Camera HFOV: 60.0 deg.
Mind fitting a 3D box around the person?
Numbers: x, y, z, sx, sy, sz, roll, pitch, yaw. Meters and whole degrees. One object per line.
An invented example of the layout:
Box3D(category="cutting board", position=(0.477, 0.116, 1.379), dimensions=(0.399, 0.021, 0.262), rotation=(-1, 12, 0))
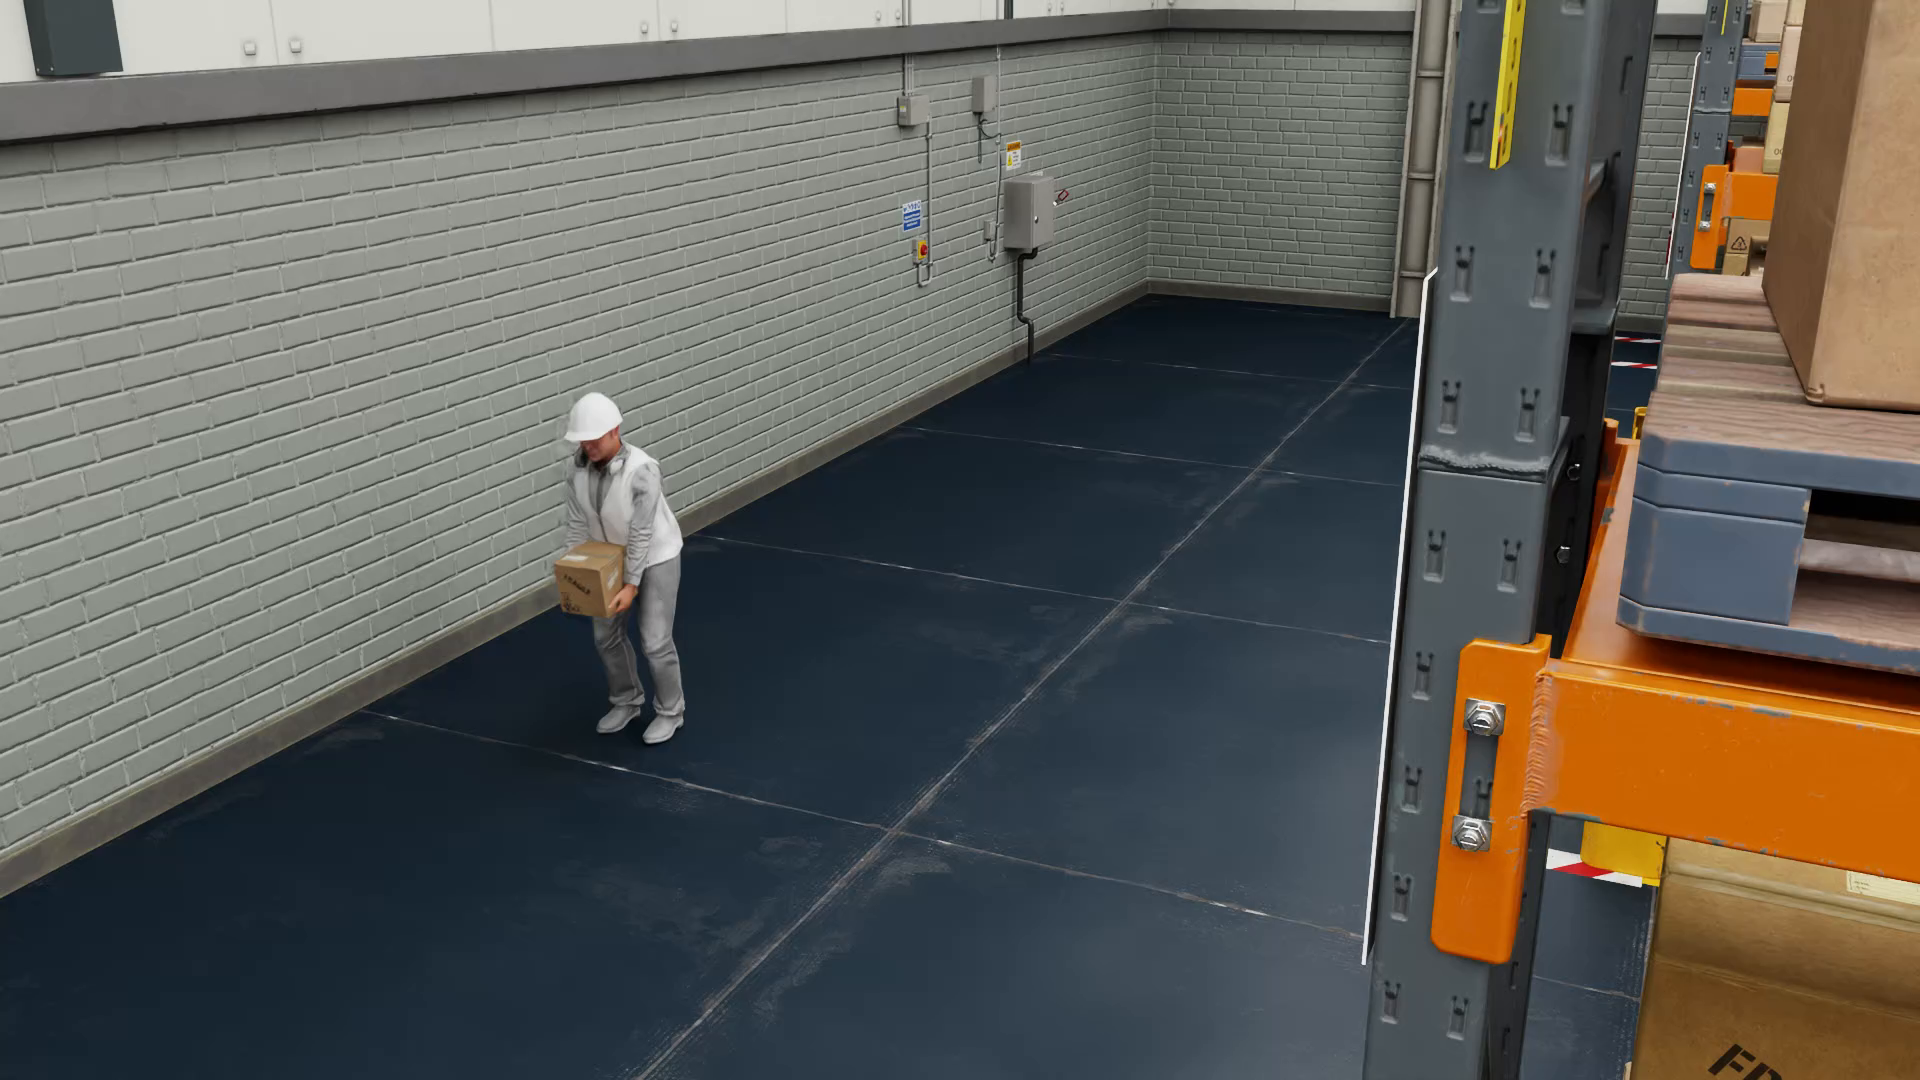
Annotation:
Box3D(category="person", position=(-1.564, 0.129, 7.734), dimensions=(0.476, 1.722, 0.615), rotation=(8, 20, 22))
